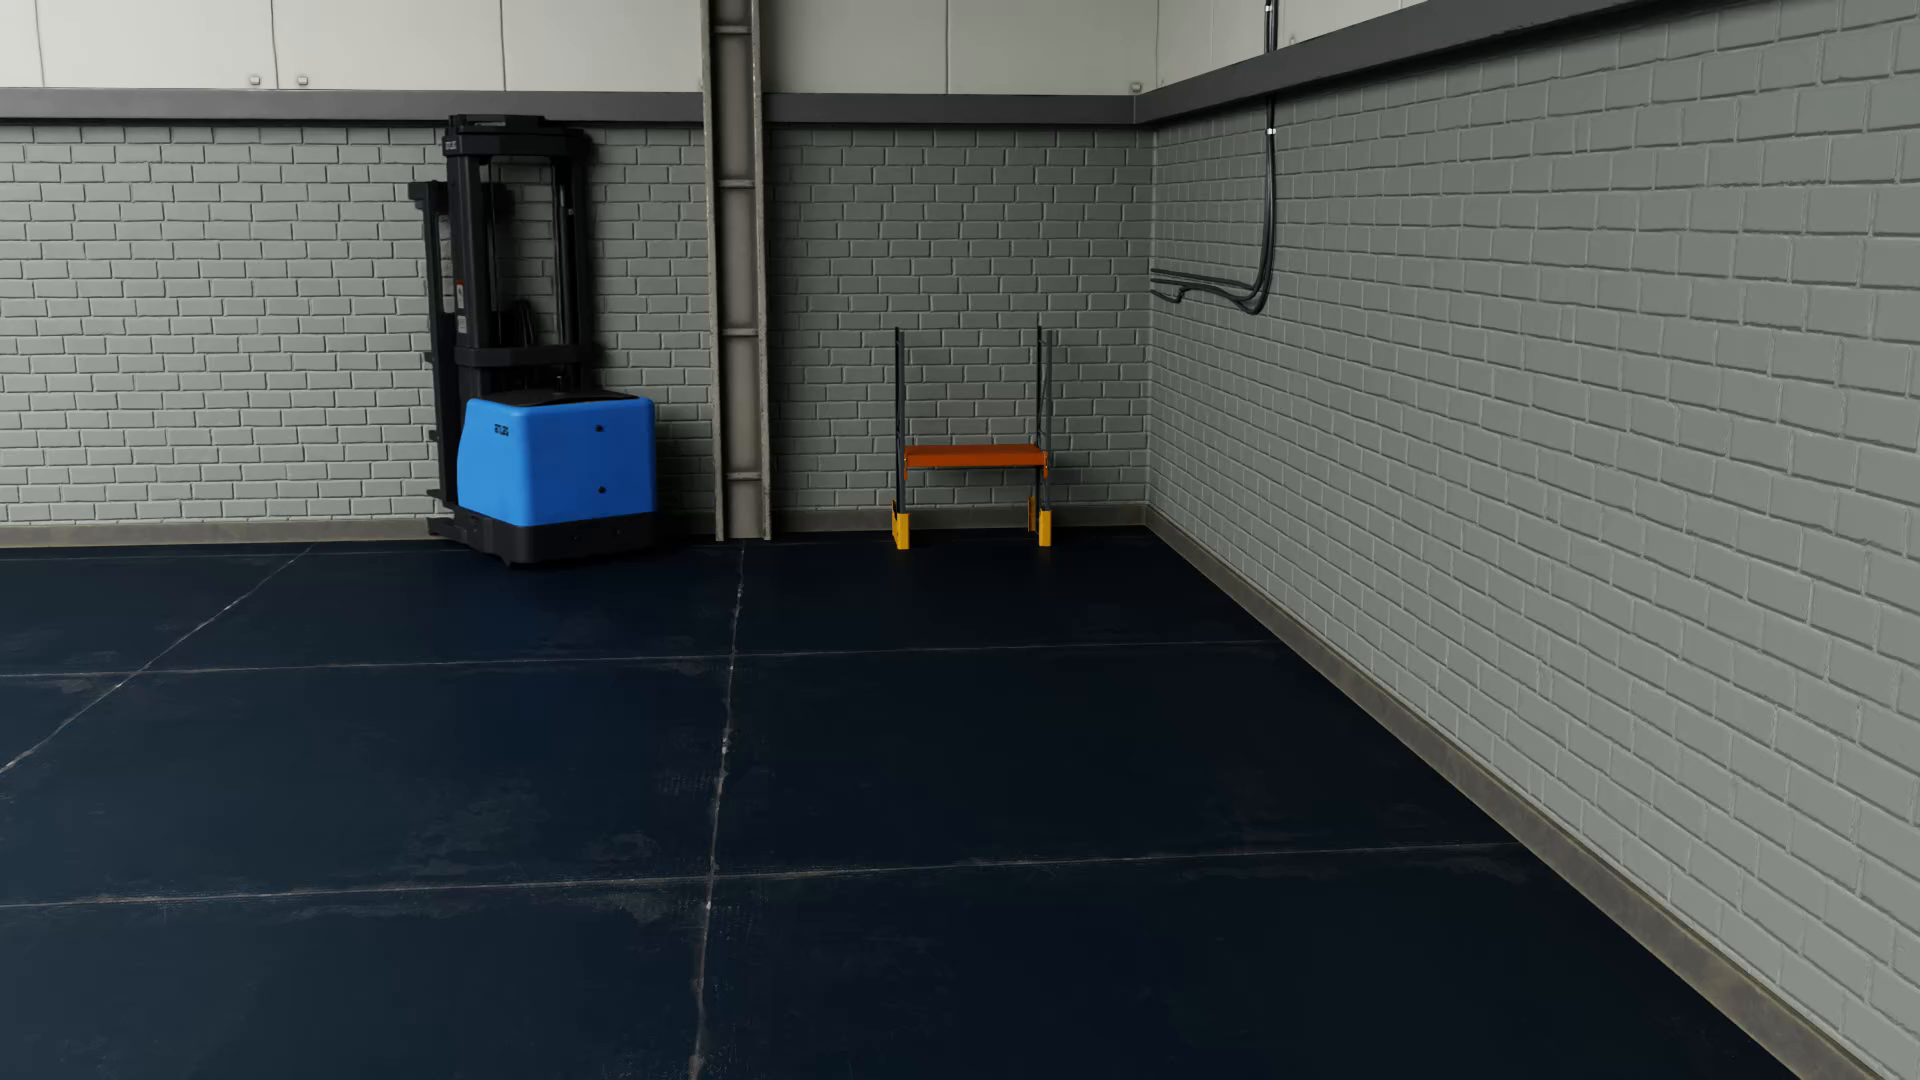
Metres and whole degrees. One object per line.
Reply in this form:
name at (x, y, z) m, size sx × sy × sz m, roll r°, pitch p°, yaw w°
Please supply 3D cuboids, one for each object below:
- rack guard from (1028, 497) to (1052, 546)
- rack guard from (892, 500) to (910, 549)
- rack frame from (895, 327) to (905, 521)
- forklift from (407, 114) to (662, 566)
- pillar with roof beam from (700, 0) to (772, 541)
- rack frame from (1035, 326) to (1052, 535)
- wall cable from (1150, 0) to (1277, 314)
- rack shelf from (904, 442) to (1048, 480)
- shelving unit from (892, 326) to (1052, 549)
rack guard at (0.571, -0.135, 11.905) m, size 0.087 × 0.250 × 0.587 m, roll -1°, pitch 11°, yaw -6°
rack guard at (-0.419, -0.114, 11.799) m, size 0.087 × 0.250 × 0.587 m, roll -1°, pitch 11°, yaw -6°
rack frame at (-0.421, -0.727, 11.678) m, size 0.032 × 1.500 × 0.500 m, roll -1°, pitch 11°, yaw -6°
forklift at (-3.333, -1.501, 11.903) m, size 1.130 × 2.935 × 3.031 m, roll -9°, pitch 14°, yaw -37°
pillar with roof beam at (-1.093, -3.617, 6.941) m, size 0.400 × 9.000 × 9.100 m, roll -1°, pitch 11°, yaw -6°
rack frame at (0.590, -0.748, 11.786) m, size 0.032 × 1.500 × 0.500 m, roll -1°, pitch 11°, yaw -6°
wall cable at (1.514, -2.727, 10.462) m, size 0.112 × 2.526 × 3.097 m, roll -1°, pitch 11°, yaw -6°
rack shelf at (0.085, -0.561, 11.767) m, size 1.000 × 0.185 × 0.538 m, roll -1°, pitch 11°, yaw -6°
shelving unit at (0.076, -0.738, 11.731) m, size 1.083 × 1.500 × 0.587 m, roll -1°, pitch 11°, yaw -6°
